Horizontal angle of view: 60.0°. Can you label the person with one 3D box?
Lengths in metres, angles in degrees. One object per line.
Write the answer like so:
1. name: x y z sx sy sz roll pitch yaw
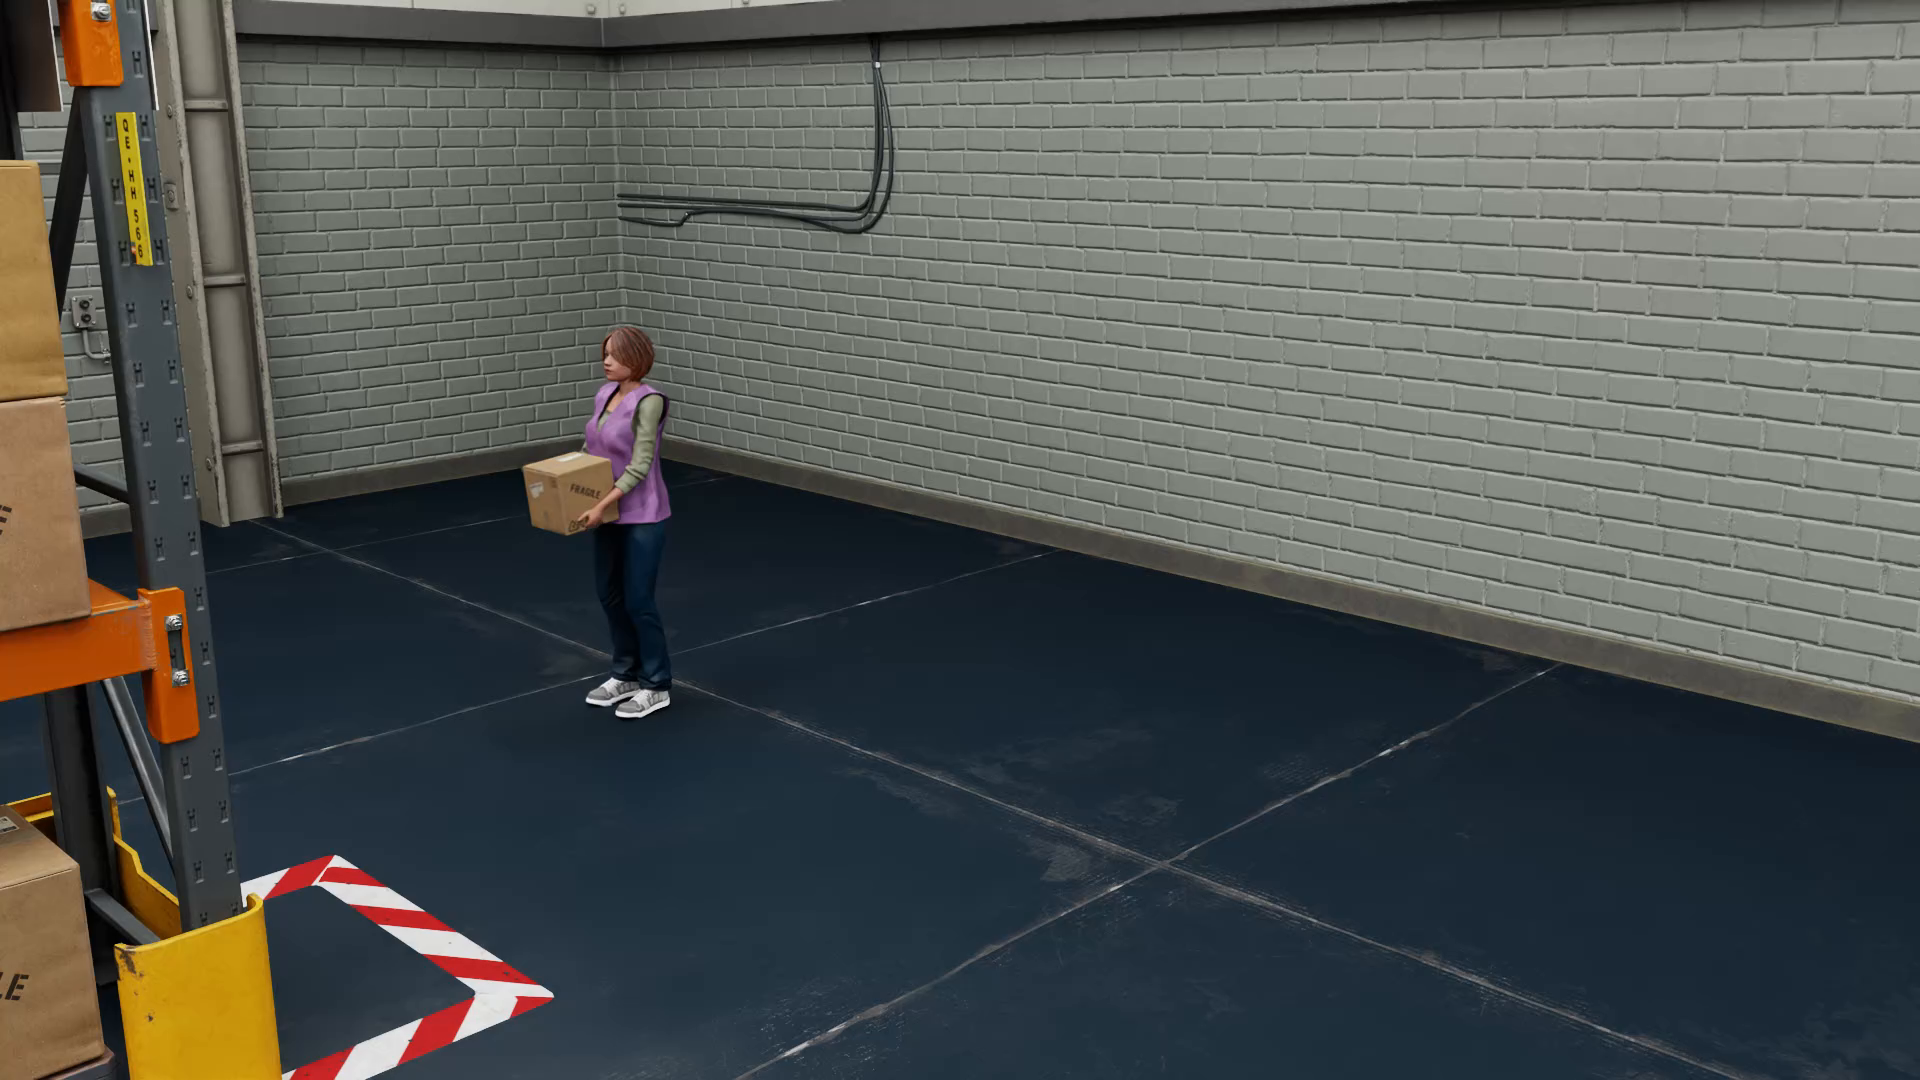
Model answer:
1. person: -1.419 -0.064 6.770 0.425 1.596 0.489 13 19 42
